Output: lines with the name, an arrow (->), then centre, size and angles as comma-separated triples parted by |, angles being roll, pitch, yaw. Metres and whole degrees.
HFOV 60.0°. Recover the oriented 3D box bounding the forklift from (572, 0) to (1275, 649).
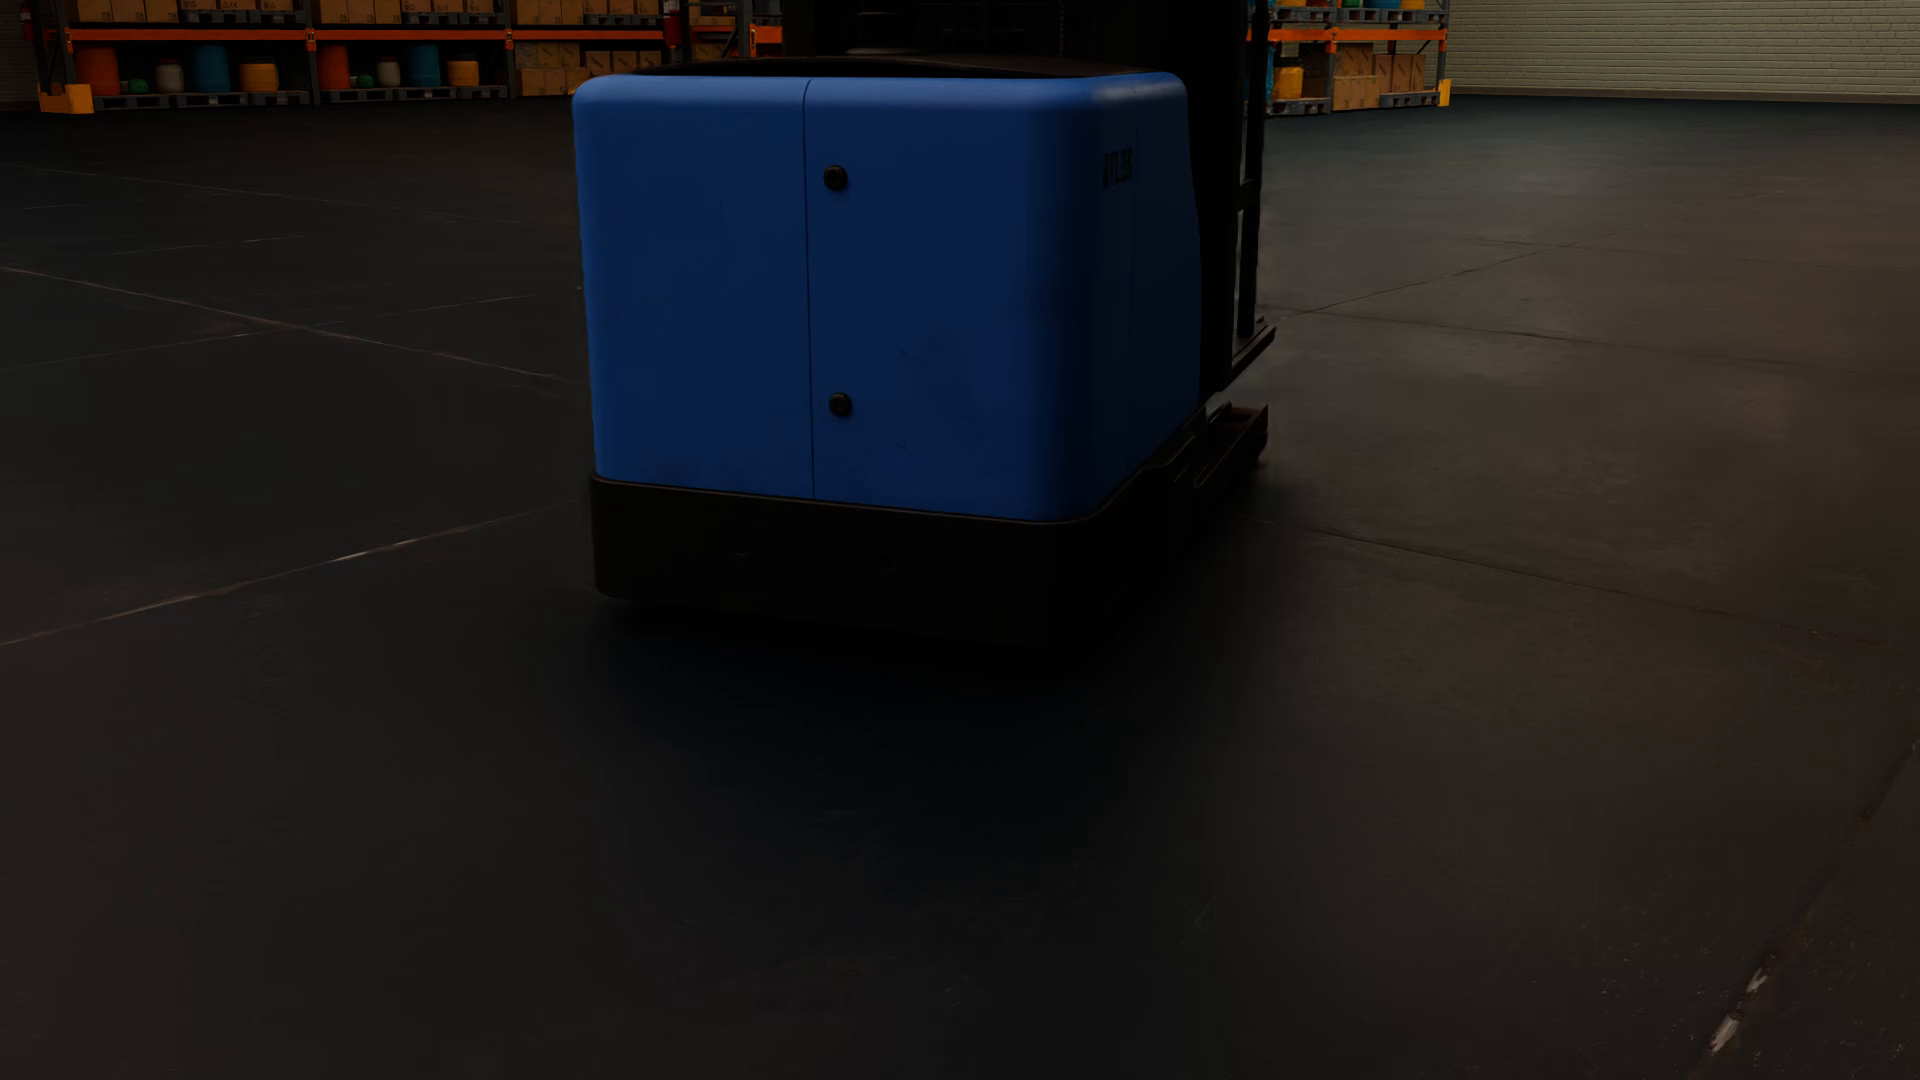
forklift -> 0.225, -1.590, 4.134 | 1.130, 2.935, 3.031 | 6, 18, 18
